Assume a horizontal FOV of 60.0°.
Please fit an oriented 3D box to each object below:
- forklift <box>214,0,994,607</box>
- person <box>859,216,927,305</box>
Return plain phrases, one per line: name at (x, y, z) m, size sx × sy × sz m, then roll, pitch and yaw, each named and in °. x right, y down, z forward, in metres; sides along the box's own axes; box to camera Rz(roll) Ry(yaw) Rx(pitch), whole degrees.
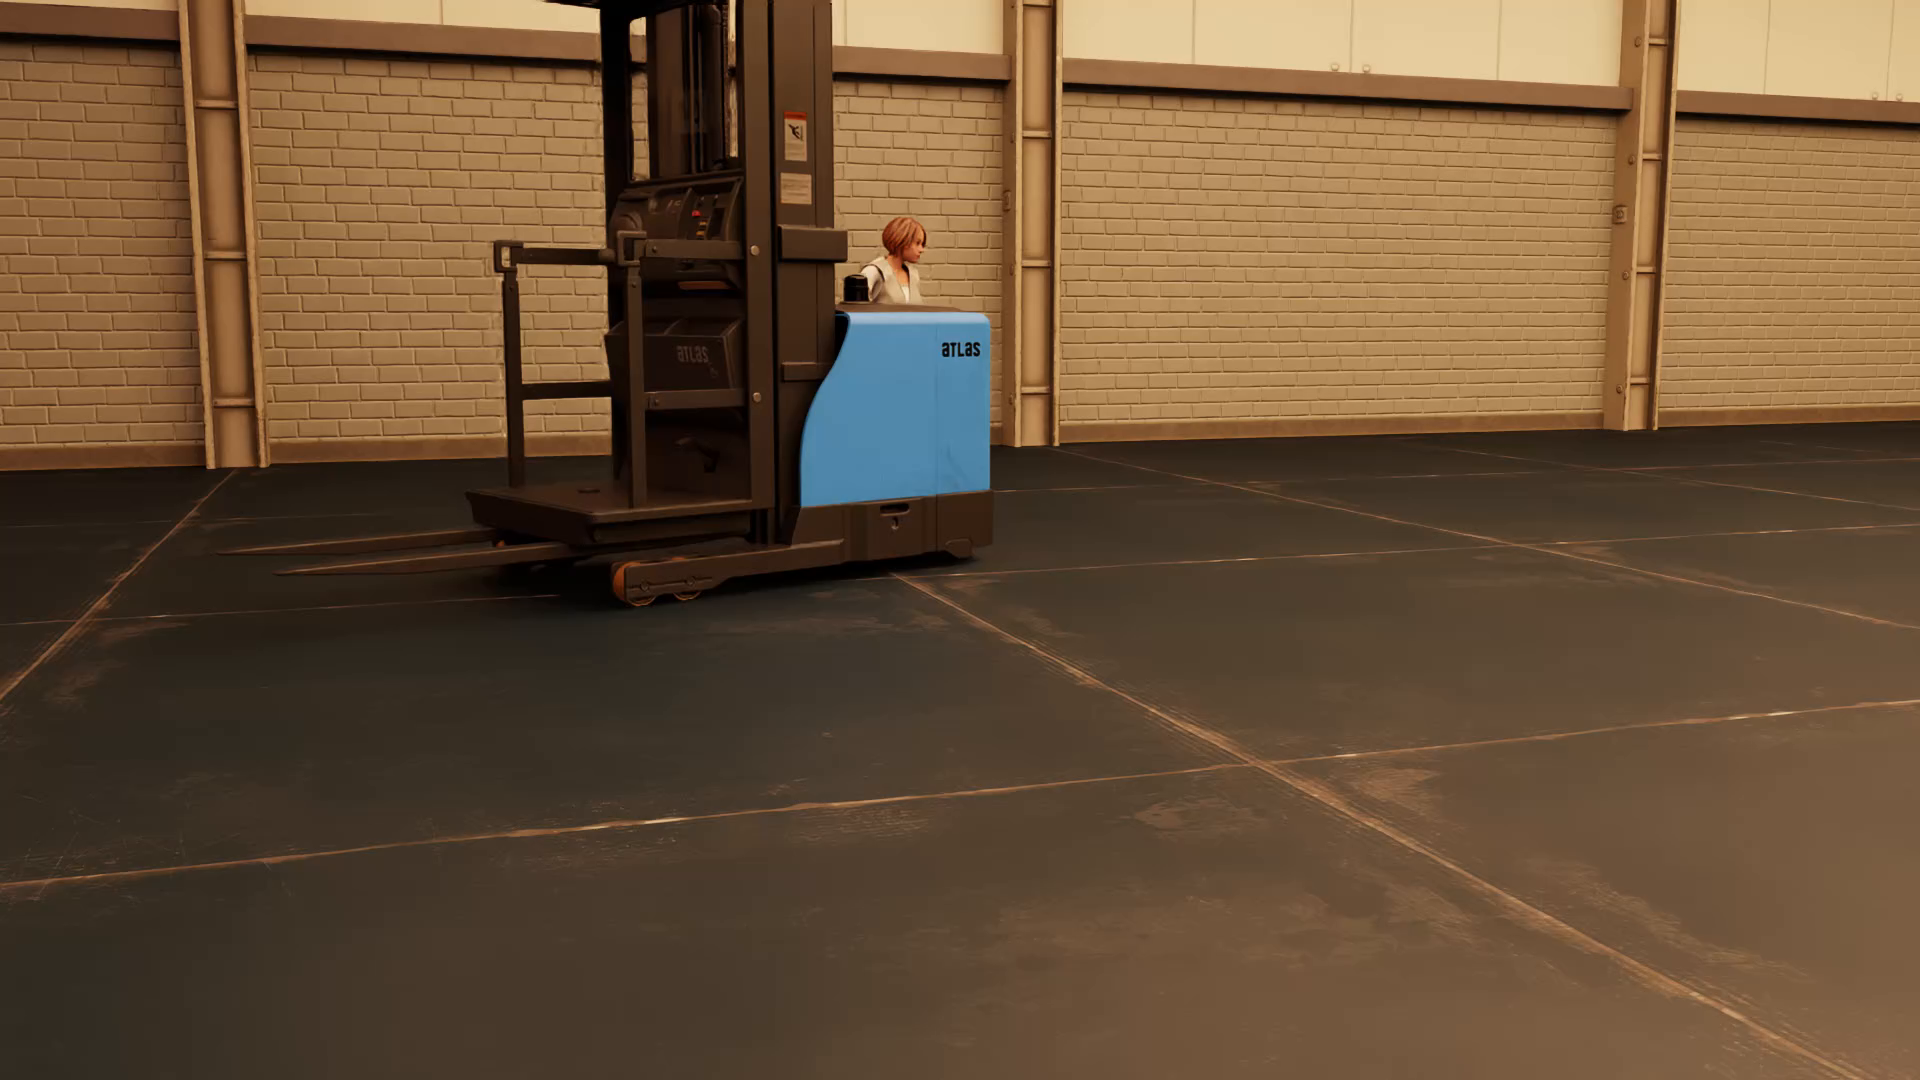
forklift at (-1.303, -1.286, 6.504) m, size 3.031 × 2.935 × 1.130 m, roll -7°, pitch 10°, yaw -40°
person at (-0.348, -0.876, 8.633) m, size 0.388 × 1.565 × 0.732 m, roll 7°, pitch 10°, yaw 40°
